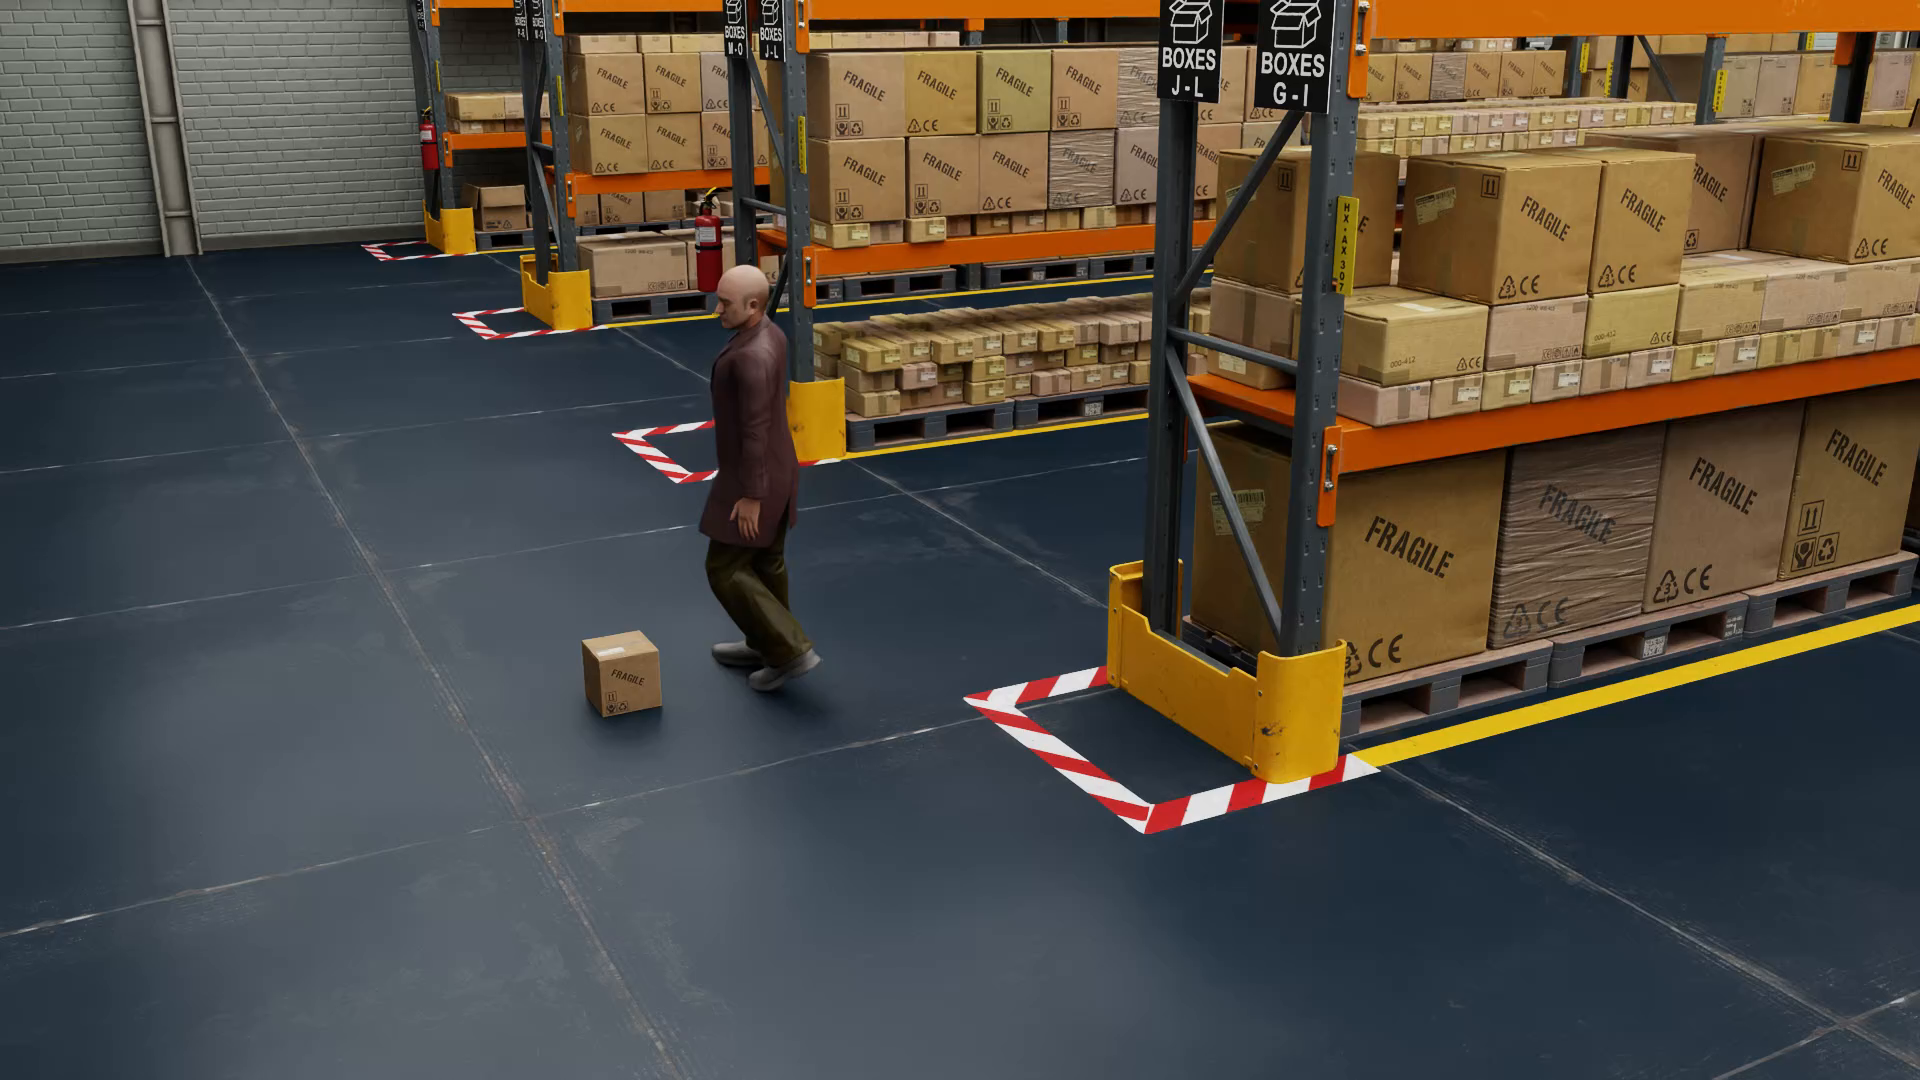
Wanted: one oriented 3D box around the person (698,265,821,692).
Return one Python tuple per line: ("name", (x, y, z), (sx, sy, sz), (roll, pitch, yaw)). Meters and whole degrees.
("person", (-0.827, -0.255, 6.850), (0.555, 1.773, 0.666), (2, 18, 6))
